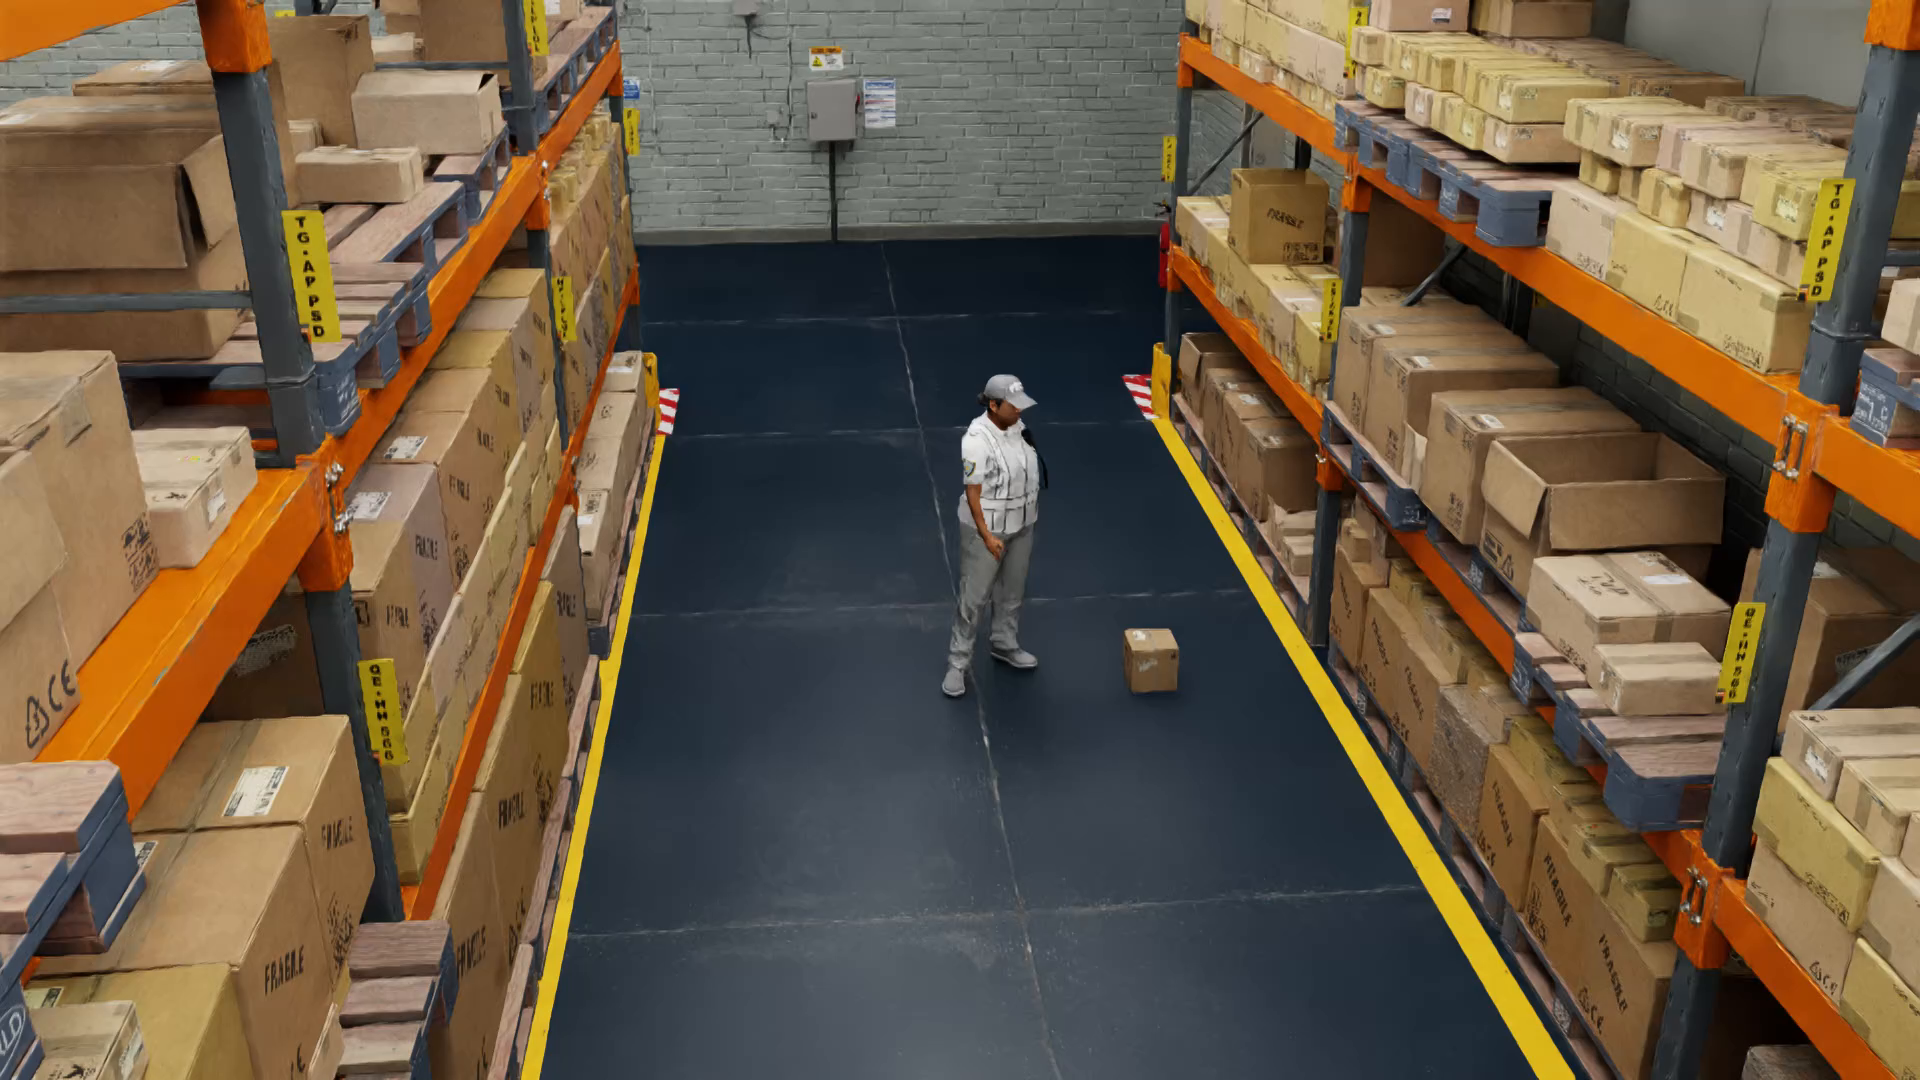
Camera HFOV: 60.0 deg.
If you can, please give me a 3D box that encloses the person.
[{"bbox_3d":[0.139,-0.046,8.678,0.382,1.665,0.679,20,31,37],"label":"person"}]
